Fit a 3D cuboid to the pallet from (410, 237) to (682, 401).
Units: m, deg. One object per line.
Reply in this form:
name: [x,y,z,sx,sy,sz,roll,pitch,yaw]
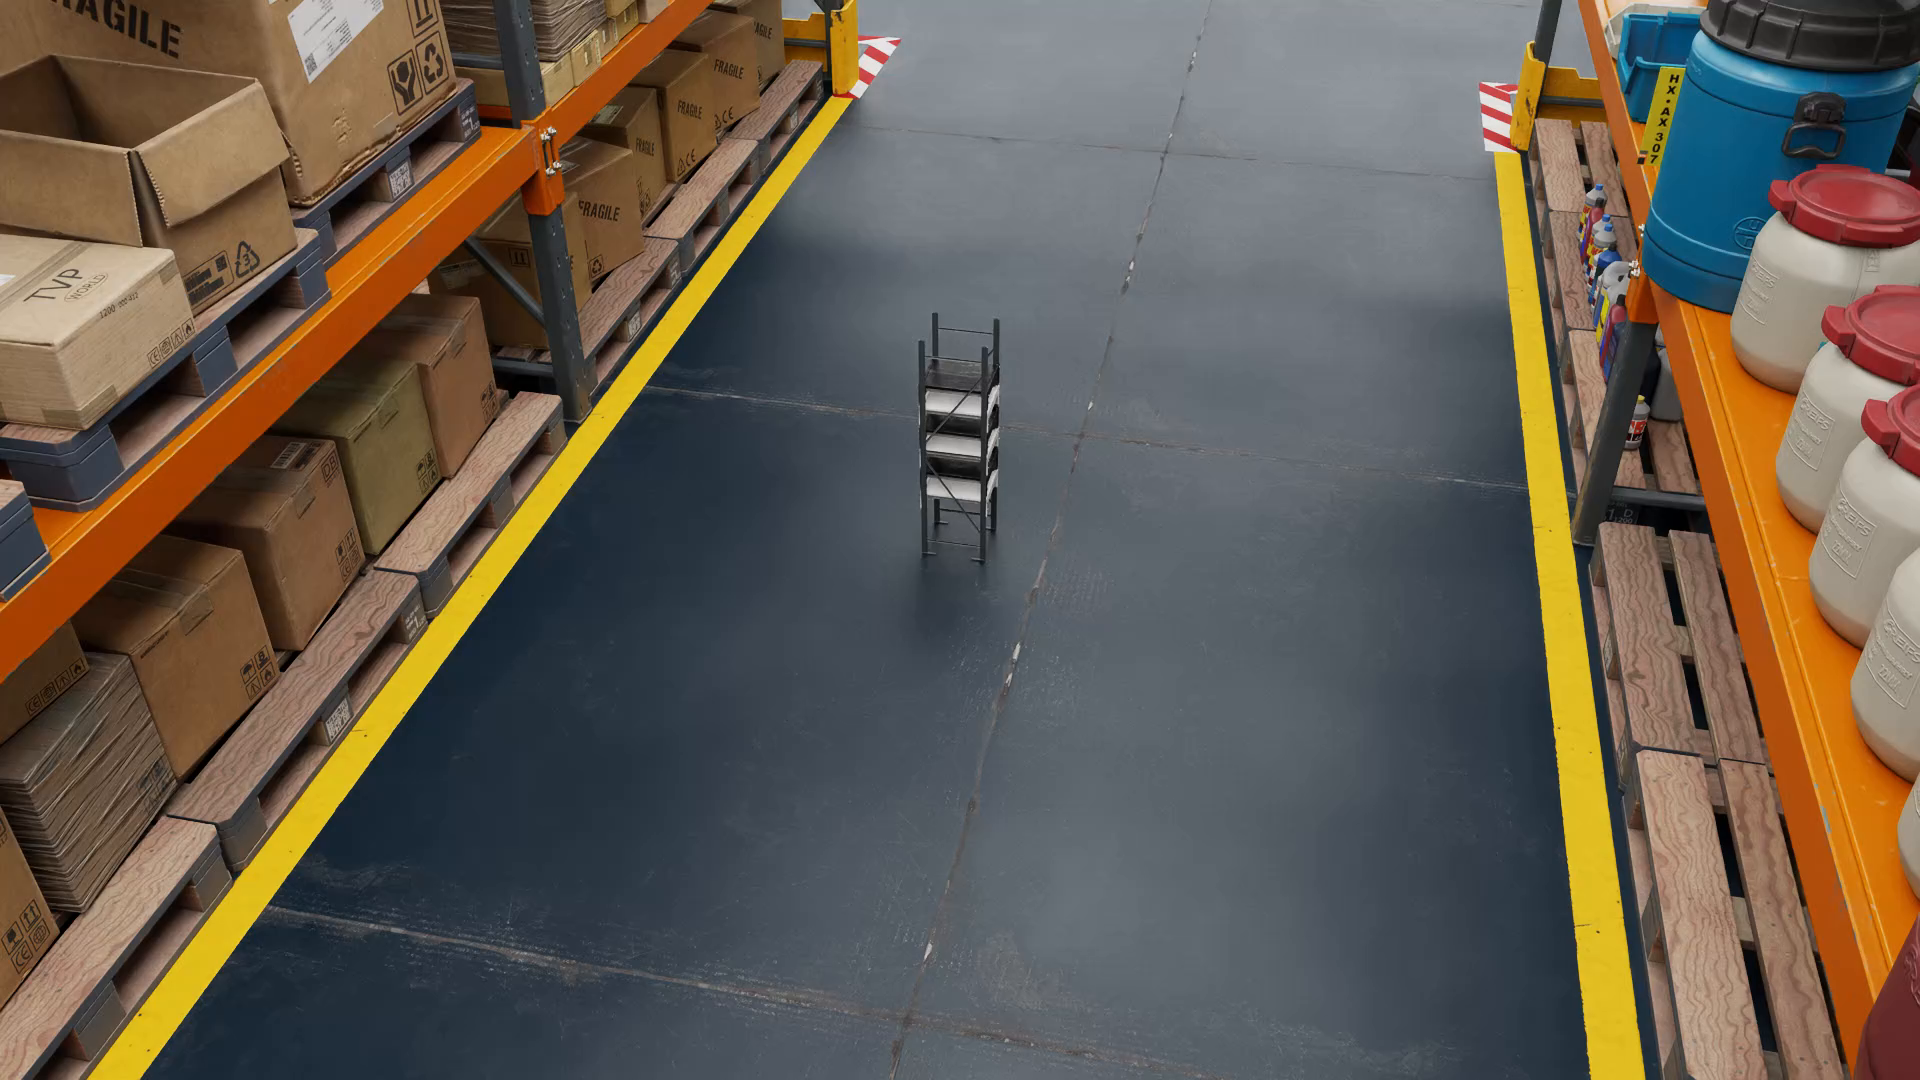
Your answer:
pallet: [-1.938,-1.046,7.513,1.003,0.211,1.213,7,37,10]

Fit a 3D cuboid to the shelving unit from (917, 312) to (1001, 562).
shelving unit: [-0.002,-0.360,5.980,0.258,0.900,0.210,7,37,10]

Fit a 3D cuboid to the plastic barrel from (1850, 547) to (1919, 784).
plastic barrel: [2.038,0.225,3.288,0.421,0.512,0.421,0,36,0]

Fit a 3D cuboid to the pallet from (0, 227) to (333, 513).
pallet: [-2.519,-0.555,4.623,1.003,0.211,1.213,7,37,10]

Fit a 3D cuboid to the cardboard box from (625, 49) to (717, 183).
cardboard box: [-1.589,-2.177,8.470,0.500,0.500,0.500,11,37,14]

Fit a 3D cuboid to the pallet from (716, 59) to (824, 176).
pallet: [-1.417,-2.445,9.443,1.003,0.211,1.213,7,37,10]

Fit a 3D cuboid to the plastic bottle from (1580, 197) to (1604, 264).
plastic bottle: [2.888,-1.408,7.577,0.061,0.283,0.133,8,37,11]

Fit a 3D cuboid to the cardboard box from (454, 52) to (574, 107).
cardboard box: [-1.707,-1.769,6.349,0.380,0.149,0.250,7,37,10]

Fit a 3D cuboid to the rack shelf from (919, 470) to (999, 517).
rack shelf: [-0.002,-0.187,6.105,0.258,0.077,0.200,7,37,10]

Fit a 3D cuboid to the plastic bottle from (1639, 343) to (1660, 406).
plastic bottle: [2.648,-0.676,6.508,0.144,0.351,0.185,6,36,9]

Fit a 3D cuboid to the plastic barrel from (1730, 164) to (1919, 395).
plastic barrel: [2.373,-0.699,4.542,0.433,0.535,0.433,0,36,0]

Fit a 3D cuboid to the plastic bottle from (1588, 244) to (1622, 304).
plastic bottle: [2.816,-1.161,7.246,0.097,0.271,0.097,0,36,0]

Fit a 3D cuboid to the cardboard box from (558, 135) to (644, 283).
cardboard box: [-1.808,-1.497,7.532,0.500,0.500,0.500,19,40,24]

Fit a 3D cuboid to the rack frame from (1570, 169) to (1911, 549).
rack frame: [2.792,-1.165,5.301,1.000,3.000,0.127,7,37,10]

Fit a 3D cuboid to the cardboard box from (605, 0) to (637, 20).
cardboard box: [-1.749,-2.479,6.776,0.875,0.500,0.500,7,37,10]

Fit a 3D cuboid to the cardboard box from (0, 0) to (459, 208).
cardboard box: [-2.353,-1.760,5.254,1.000,1.000,1.000,8,37,10]

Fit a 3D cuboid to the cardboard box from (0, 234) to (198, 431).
cardboard box: [-2.319,-0.534,4.200,0.500,0.250,0.500,6,36,9]

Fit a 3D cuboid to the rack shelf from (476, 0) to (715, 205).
rack shelf: [-1.620,-2.641,7.951,1.077,0.370,4.000,7,37,10]

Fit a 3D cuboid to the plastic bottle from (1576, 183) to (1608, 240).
plastic bottle: [2.954,-1.531,7.756,0.097,0.271,0.097,0,36,0]

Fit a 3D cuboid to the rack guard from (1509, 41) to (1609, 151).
rack guard: [3.676,-2.396,9.130,1.175,0.500,0.348,7,37,10]

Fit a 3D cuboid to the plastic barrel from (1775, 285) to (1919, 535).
plastic barrel: [2.216,-0.278,3.962,0.433,0.535,0.433,0,36,0]

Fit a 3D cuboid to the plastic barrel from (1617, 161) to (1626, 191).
plastic barrel: [3.473,-1.946,8.141,0.421,0.512,0.421,0,36,0]

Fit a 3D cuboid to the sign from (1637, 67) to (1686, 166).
sign: [2.257,-1.352,5.324,0.100,0.325,0.005,7,37,10]

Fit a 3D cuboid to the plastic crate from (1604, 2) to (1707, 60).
plastic crate: [2.891,-2.021,6.706,0.530,0.136,0.437,7,37,10]

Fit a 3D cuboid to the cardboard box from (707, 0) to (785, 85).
cardboard box: [-1.342,-2.881,9.441,0.500,0.500,0.500,14,38,19]

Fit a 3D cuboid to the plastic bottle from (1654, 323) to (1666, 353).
plastic bottle: [2.839,-0.751,6.676,0.152,0.276,0.135,7,37,10]

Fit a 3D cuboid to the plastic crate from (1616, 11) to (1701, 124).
plastic crate: [2.763,-1.773,6.267,0.499,0.251,0.616,7,37,10]

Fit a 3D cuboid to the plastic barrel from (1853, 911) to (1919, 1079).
plastic barrel: [1.740,0.769,2.516,0.600,0.536,0.708,7,37,10]

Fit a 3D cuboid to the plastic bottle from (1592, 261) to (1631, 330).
plastic bottle: [2.796,-1.033,7.065,0.152,0.276,0.135,8,37,11]

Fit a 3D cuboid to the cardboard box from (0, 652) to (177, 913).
cardboard box: [-2.672,0.635,4.572,0.700,0.500,0.500,4,36,6]

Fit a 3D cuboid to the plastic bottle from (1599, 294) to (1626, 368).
plastic bottle: [2.683,-0.857,6.816,0.061,0.283,0.133,10,37,13]

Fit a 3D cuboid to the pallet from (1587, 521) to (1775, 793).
pallet: [2.662,0.420,5.491,1.003,0.211,1.213,7,37,10]

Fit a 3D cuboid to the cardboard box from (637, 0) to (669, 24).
cardboard box: [-1.477,-2.340,7.137,0.380,0.149,0.250,7,37,10]

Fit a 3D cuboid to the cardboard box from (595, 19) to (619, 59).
cardboard box: [-1.615,-2.058,6.747,0.380,0.149,0.250,7,37,10]

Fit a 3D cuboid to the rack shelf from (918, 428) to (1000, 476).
rack shelf: [-0.002,-0.333,5.999,0.258,0.077,0.200,7,37,10]

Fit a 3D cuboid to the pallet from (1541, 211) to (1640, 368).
pallet: [3.234,-1.117,7.611,1.003,0.211,1.213,7,37,10]

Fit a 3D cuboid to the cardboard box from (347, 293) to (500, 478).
cardboard box: [-2.199,-0.602,6.280,0.700,0.500,0.500,5,36,6]

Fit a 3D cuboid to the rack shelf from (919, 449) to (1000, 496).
rack shelf: [-0.002,-0.260,6.052,0.258,0.077,0.200,7,37,10]

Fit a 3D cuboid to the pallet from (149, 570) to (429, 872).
pallet: [-2.470,0.492,5.392,1.003,0.211,1.213,7,37,10]

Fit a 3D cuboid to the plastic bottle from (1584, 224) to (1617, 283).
plastic bottle: [2.860,-1.277,7.406,0.097,0.271,0.097,0,36,0]

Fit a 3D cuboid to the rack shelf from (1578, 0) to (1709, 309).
rack shelf: [3.219,-2.020,7.094,1.077,0.370,4.000,7,37,10]

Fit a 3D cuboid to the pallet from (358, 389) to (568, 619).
pallet: [-2.212,-0.210,6.360,1.003,0.211,1.213,7,37,10]

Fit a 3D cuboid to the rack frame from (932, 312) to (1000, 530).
rack frame: [0.020,-0.418,6.060,0.240,0.900,0.006,7,37,10]

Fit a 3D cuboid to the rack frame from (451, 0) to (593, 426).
rack frame: [-2.047,-1.785,6.157,1.000,3.000,0.127,7,37,10]

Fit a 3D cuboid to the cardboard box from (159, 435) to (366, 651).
cardboard box: [-2.439,-0.010,5.463,0.700,0.500,0.500,4,36,6]
